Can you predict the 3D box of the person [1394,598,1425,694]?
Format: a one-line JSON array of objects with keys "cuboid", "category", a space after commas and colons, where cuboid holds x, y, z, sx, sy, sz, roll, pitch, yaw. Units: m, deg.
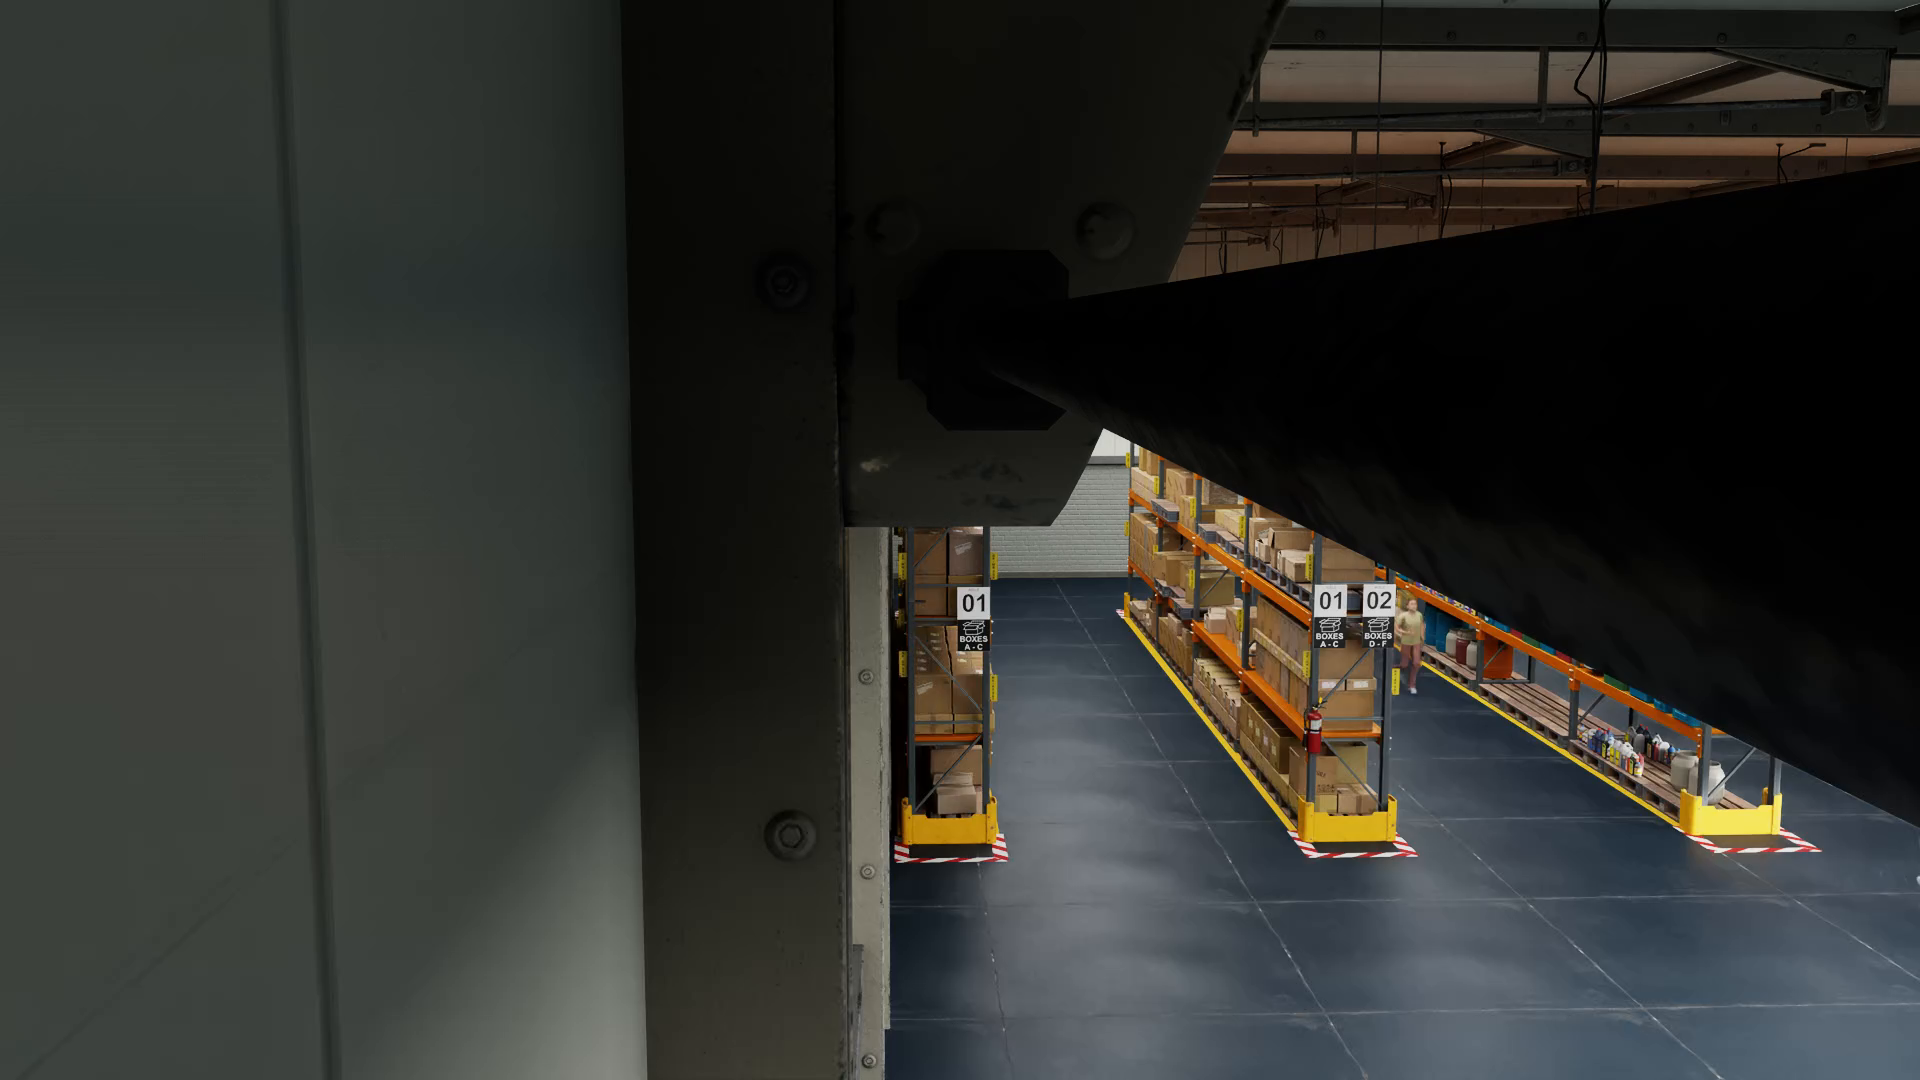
[{"cuboid": [7.828, 1.806, 28.956, 0.591, 1.641, 0.794, -1, 7, -7], "category": "person"}]
